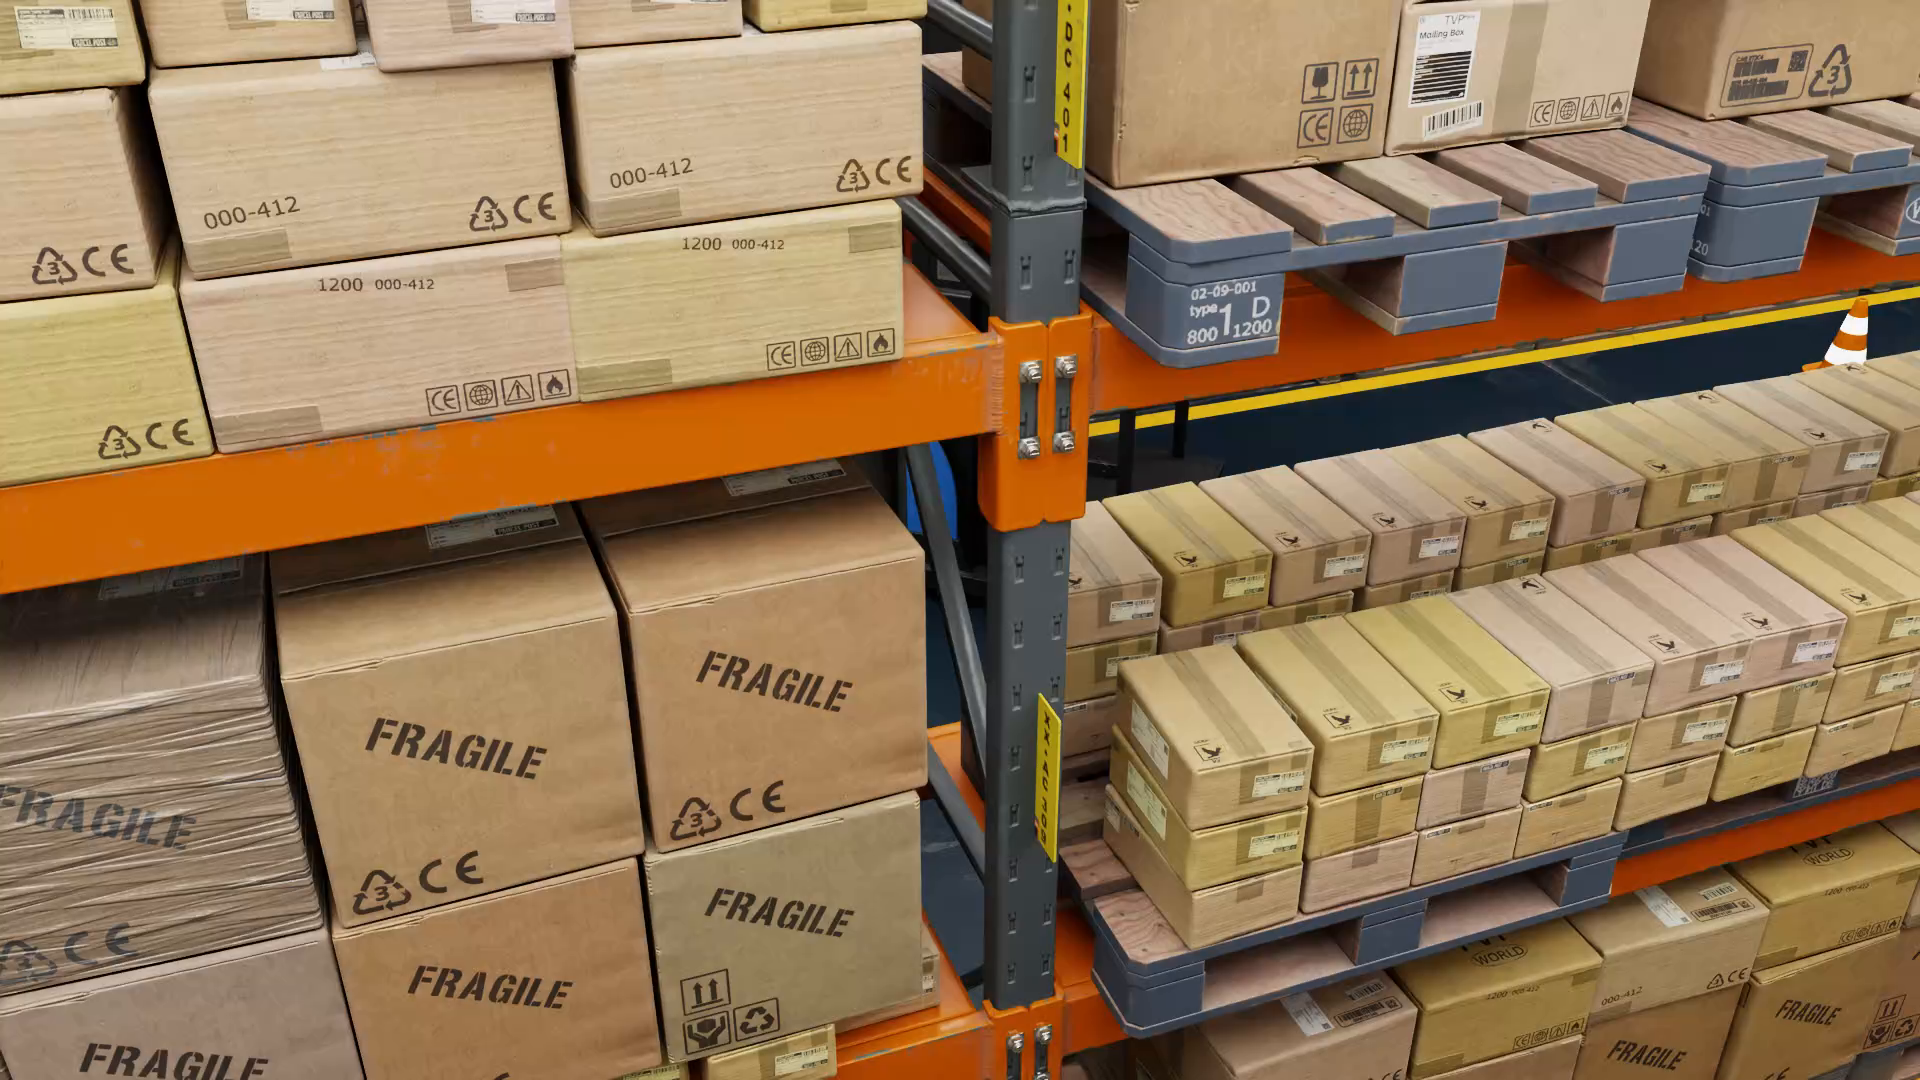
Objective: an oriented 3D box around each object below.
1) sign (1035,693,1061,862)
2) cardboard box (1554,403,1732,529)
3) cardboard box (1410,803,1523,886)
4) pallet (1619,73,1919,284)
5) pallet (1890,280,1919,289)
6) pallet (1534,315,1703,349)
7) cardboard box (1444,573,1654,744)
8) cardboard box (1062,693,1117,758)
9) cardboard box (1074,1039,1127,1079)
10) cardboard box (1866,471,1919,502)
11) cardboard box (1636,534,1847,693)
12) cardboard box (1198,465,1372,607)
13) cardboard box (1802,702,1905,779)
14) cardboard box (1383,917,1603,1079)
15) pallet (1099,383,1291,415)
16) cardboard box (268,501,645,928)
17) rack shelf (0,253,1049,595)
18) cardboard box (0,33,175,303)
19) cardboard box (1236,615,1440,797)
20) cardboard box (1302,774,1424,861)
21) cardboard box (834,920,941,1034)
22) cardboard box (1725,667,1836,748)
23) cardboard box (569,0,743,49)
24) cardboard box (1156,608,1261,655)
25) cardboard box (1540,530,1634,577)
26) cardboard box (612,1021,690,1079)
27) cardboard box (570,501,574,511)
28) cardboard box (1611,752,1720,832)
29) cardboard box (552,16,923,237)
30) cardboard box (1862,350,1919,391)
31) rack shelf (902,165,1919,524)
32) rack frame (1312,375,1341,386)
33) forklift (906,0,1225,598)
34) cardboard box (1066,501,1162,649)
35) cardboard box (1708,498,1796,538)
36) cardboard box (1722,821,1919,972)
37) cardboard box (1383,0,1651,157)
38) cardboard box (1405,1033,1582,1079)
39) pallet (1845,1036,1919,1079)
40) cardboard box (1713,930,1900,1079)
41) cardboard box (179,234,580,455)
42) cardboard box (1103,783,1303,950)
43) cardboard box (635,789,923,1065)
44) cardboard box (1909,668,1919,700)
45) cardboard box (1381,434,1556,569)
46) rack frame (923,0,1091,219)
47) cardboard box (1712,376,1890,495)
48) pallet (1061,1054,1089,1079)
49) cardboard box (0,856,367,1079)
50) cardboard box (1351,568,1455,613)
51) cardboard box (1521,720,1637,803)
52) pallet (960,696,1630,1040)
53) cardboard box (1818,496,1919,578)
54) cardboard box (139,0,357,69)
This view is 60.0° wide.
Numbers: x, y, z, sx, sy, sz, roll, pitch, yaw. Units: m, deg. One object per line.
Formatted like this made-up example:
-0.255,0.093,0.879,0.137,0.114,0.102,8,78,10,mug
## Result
0.160,0.441,3.072,0.005,0.325,0.100,-10,31,-18,sign
1.745,-0.197,4.295,0.250,0.149,0.380,-11,31,-18,cardboard box
0.987,0.546,3.590,0.250,0.149,0.380,-10,31,-17,cardboard box
1.550,-0.893,3.447,1.003,0.211,1.213,-10,31,-18,pallet
6.258,-2.015,11.073,1.213,0.211,1.003,-10,31,-18,pallet
3.766,-1.535,10.231,1.213,0.211,1.003,-10,31,-18,pallet
1.228,0.244,3.520,0.250,0.149,0.380,-11,31,-18,cardboard box
0.267,0.333,3.966,0.250,0.149,0.380,-11,32,-19,cardboard box
0.569,1.225,4.670,0.500,0.500,0.500,-11,31,-19,cardboard box
2.451,-0.197,4.595,0.250,0.149,0.380,-10,31,-17,cardboard box
1.705,0.156,3.674,0.250,0.149,0.380,-9,31,-16,cardboard box
0.766,-0.016,3.976,0.250,0.149,0.380,-11,32,-19,cardboard box
1.952,0.368,3.903,0.250,0.149,0.380,-12,32,-20,cardboard box
1.246,1.046,4.227,0.500,0.250,0.500,-10,31,-16,cardboard box
1.127,-1.091,9.451,1.213,0.211,1.003,-10,31,-18,pallet
-0.865,0.257,2.856,0.500,0.500,0.500,-11,32,-19,cardboard box
-1.911,-0.079,2.556,4.000,0.370,1.077,-10,31,-18,rack shelf
-1.359,-0.515,2.240,0.500,0.250,0.500,-9,31,-16,cardboard box
0.752,0.329,3.371,0.250,0.149,0.380,-10,31,-16,cardboard box
0.735,0.463,3.436,0.250,0.149,0.380,-11,31,-19,cardboard box
-0.223,0.833,3.511,0.250,0.149,0.380,-11,31,-18,cardboard box
1.721,0.280,3.757,0.250,0.149,0.380,-11,31,-18,cardboard box
-0.479,-0.831,2.392,0.250,0.149,0.380,-10,31,-16,cardboard box
0.514,0.157,3.973,0.250,0.149,0.380,-10,31,-17,cardboard box
1.502,-0.026,4.294,0.250,0.149,0.380,-10,31,-17,cardboard box
-0.697,0.947,3.312,0.250,0.149,0.380,-9,31,-16,cardboard box
-1.025,0.020,3.272,0.500,0.500,0.500,-11,32,-19,cardboard box
1.461,0.459,3.743,0.250,0.149,0.380,-12,32,-20,cardboard box
-0.380,-0.692,2.550,0.500,0.250,0.500,-12,32,-20,cardboard box
2.729,-0.378,4.612,0.250,0.149,0.380,-11,31,-18,cardboard box
1.838,-0.770,3.767,4.000,0.370,1.077,-10,31,-18,rack shelf
1.892,-2.403,8.938,0.127,3.000,1.000,-10,31,-18,rack frame
0.590,-1.164,6.831,3.031,2.935,1.130,11,31,18,forklift
0.272,0.075,3.818,0.250,0.149,0.380,-9,31,-15,cardboard box
1.983,-0.114,4.448,0.250,0.149,0.380,-11,31,-18,cardboard box
2.212,0.866,4.543,0.500,0.250,0.500,-10,31,-16,cardboard box
0.862,-0.935,2.997,0.500,0.311,0.500,-11,31,-18,cardboard box
1.244,1.373,4.410,0.500,0.500,0.500,-9,31,-15,cardboard box
2.980,1.222,5.393,1.213,0.211,1.003,-10,31,-18,pallet
2.209,1.201,4.713,0.500,0.500,0.500,-12,32,-20,cardboard box
-0.874,-0.381,2.510,0.500,0.250,0.500,-11,31,-18,cardboard box
0.493,0.638,3.429,0.250,0.149,0.380,-12,32,-20,cardboard box
-0.391,0.608,3.251,0.500,0.500,0.500,-10,31,-18,cardboard box
2.200,0.193,3.909,0.250,0.149,0.380,-10,31,-16,cardboard box
1.244,-0.102,4.128,0.250,0.149,0.380,-11,32,-19,cardboard box
-0.036,-2.040,2.241,0.127,3.000,1.000,-10,31,-18,rack frame
2.228,-0.285,4.449,0.250,0.149,0.380,-9,31,-15,cardboard box
0.693,1.643,4.653,1.213,0.211,1.003,-10,31,-18,pallet
-1.345,0.782,2.945,0.500,0.500,0.500,-11,31,-18,cardboard box
1.002,0.067,4.132,0.250,0.149,0.380,-11,32,-19,cardboard box
1.221,0.374,3.593,0.250,0.149,0.380,-12,32,-20,cardboard box
0.731,0.585,3.887,1.213,0.211,1.003,-10,31,-18,pallet
2.200,0.063,3.837,0.250,0.149,0.380,-9,31,-15,cardboard box
-0.980,-0.779,2.301,0.250,0.149,0.380,-9,31,-16,cardboard box
